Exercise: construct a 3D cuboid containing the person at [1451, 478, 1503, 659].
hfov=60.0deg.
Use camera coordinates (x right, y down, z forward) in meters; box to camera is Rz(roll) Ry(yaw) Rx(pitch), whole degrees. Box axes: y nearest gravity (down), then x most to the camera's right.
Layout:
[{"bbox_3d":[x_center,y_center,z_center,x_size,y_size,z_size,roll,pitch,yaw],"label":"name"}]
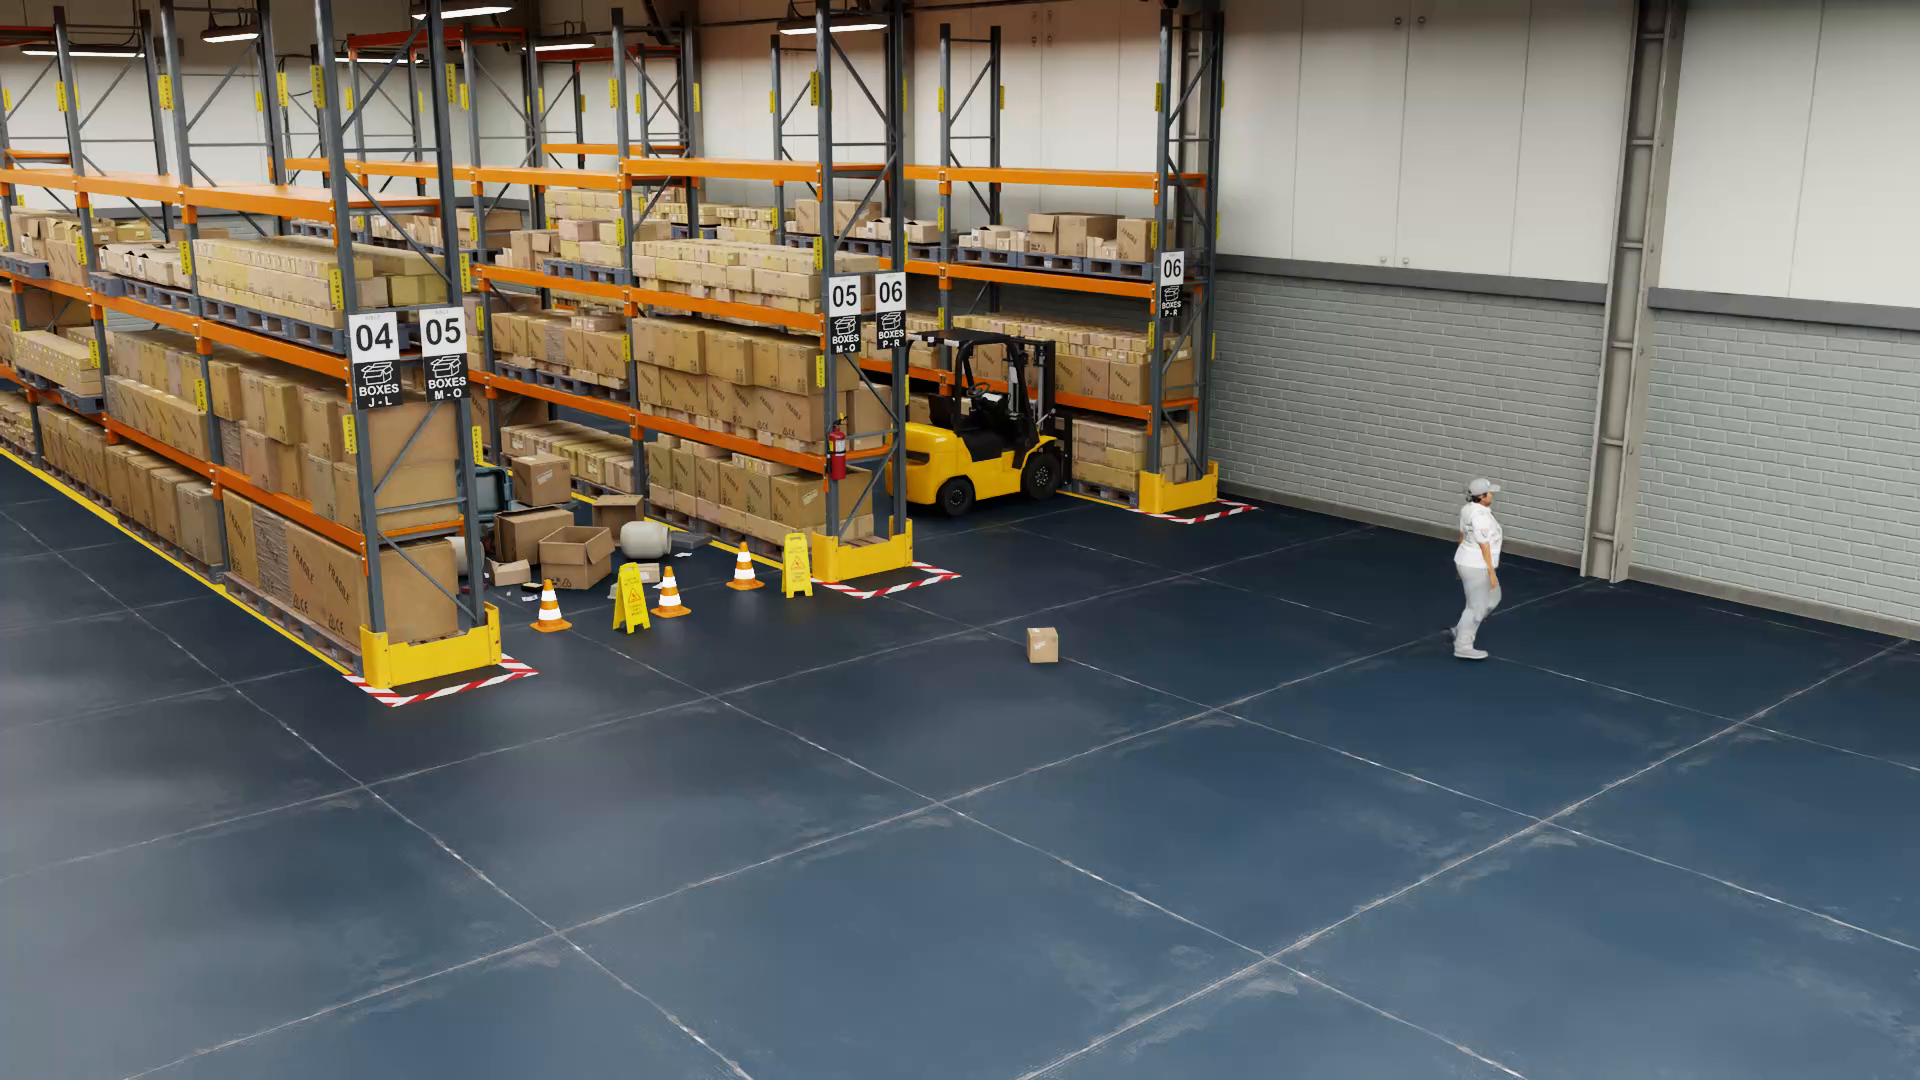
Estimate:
[{"bbox_3d":[4.677,0.263,14.920,0.458,1.673,0.473,1,14,6],"label":"person"}]
